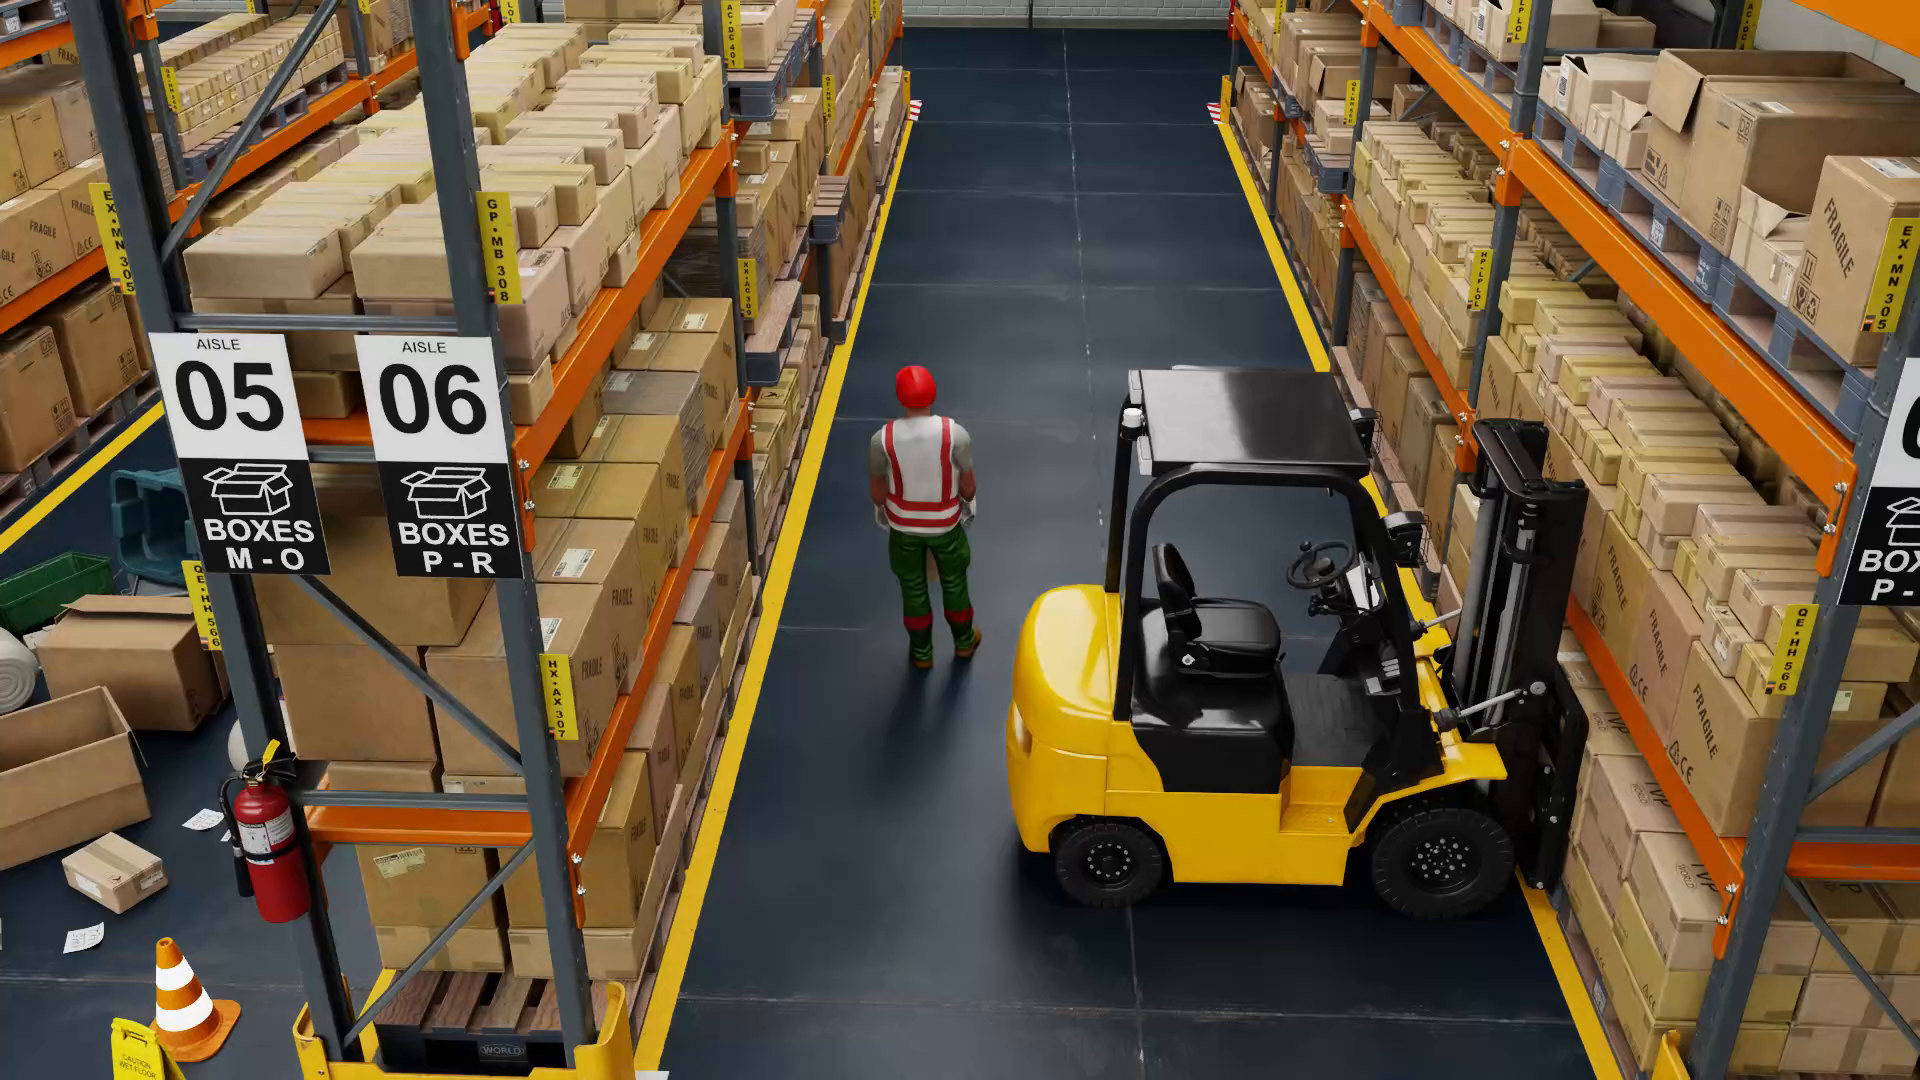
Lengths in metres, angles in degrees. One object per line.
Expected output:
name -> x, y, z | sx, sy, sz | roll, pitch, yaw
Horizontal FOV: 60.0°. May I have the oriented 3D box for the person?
person -> -0.182, -0.144, 8.851 | 0.617, 1.788, 0.564 | 0, 28, 0
